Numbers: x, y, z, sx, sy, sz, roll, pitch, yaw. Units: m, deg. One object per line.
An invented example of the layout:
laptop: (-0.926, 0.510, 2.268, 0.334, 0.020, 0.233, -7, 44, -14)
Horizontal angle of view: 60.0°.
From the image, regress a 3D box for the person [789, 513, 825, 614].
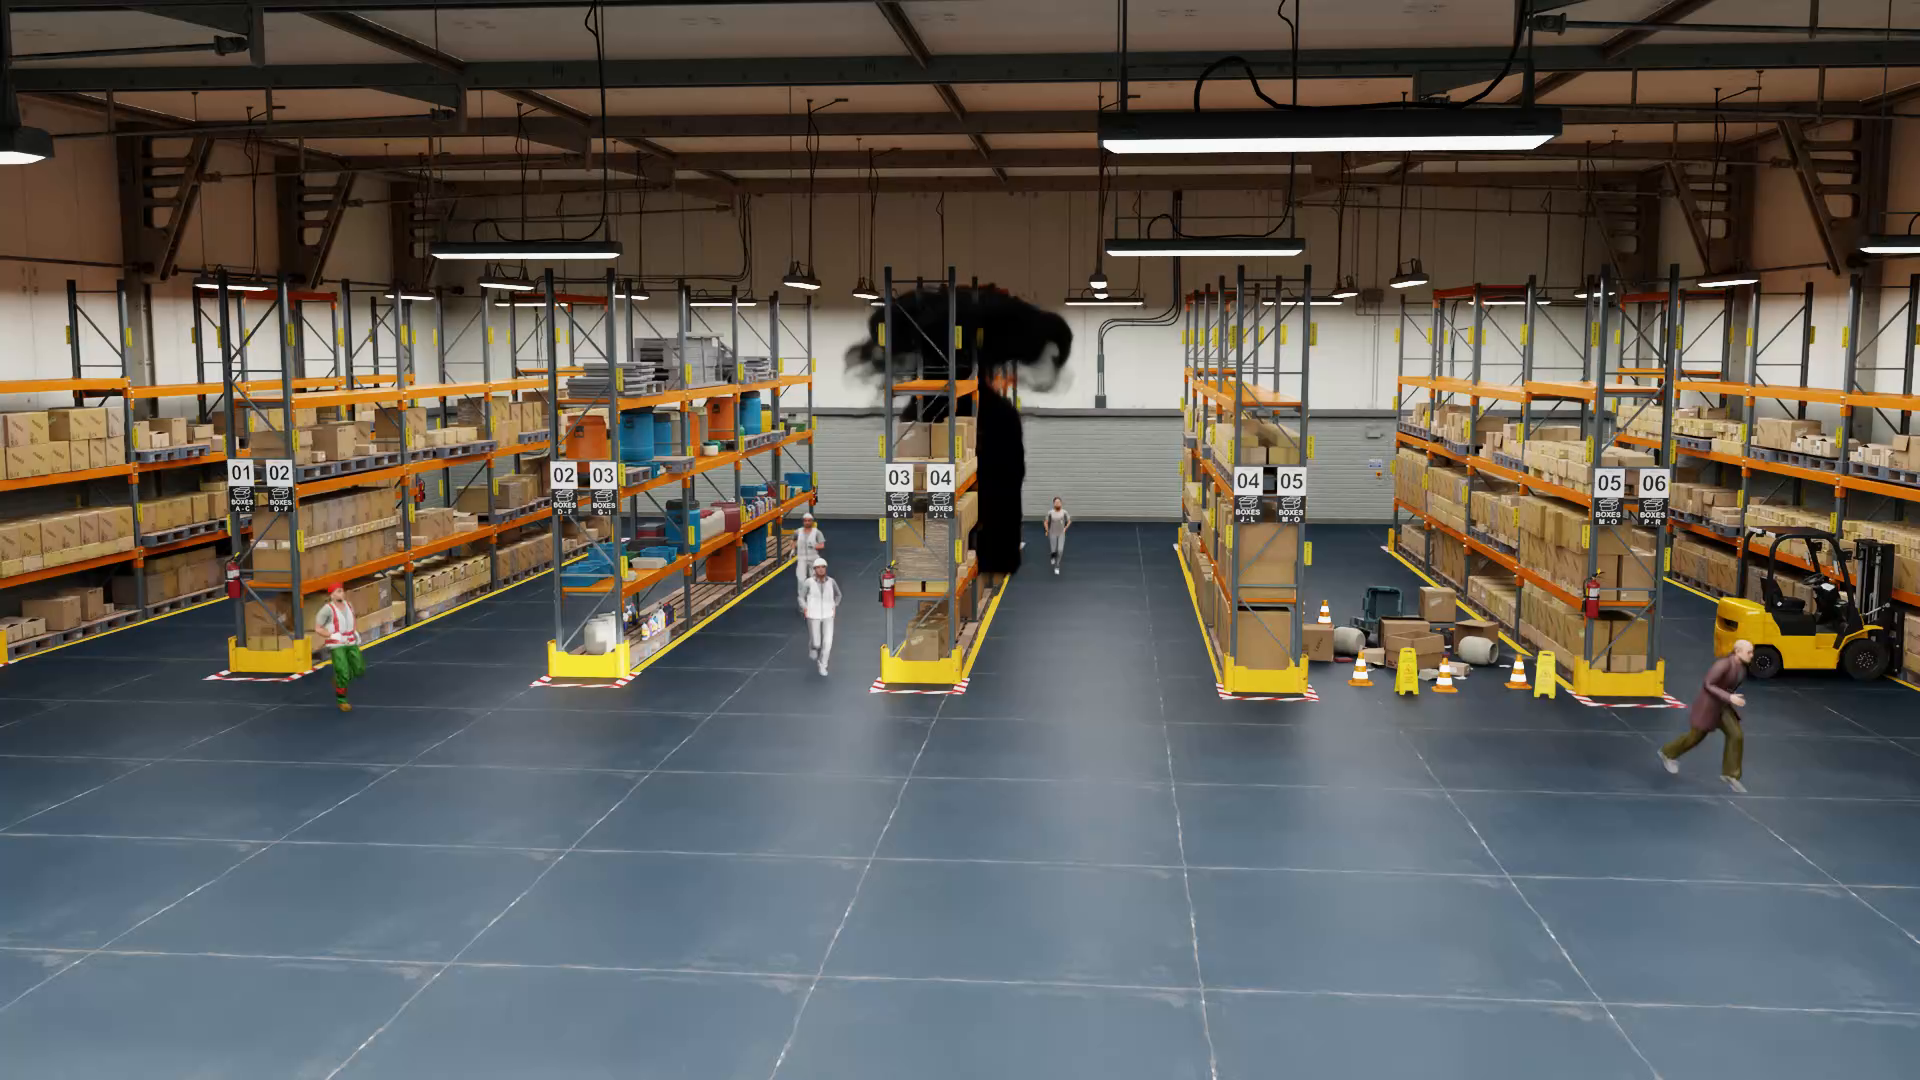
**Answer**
person: (-2.798, 0.415, 30.439, 0.650, 1.828, 0.772, 0, 7, -4)

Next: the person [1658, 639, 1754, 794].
person: (8.393, 1.921, 18.700, 0.754, 1.742, 1.082, -6, 9, -39)

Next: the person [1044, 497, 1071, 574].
person: (2.081, -0.107, 35.554, 0.573, 1.627, 0.568, 0, 7, 1)

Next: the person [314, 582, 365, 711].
person: (-8.346, 1.424, 22.415, 0.574, 1.738, 0.715, 4, 8, 27)

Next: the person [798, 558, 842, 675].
person: (-2.095, 1.133, 24.984, 0.668, 1.744, 0.627, -2, 7, -13)
